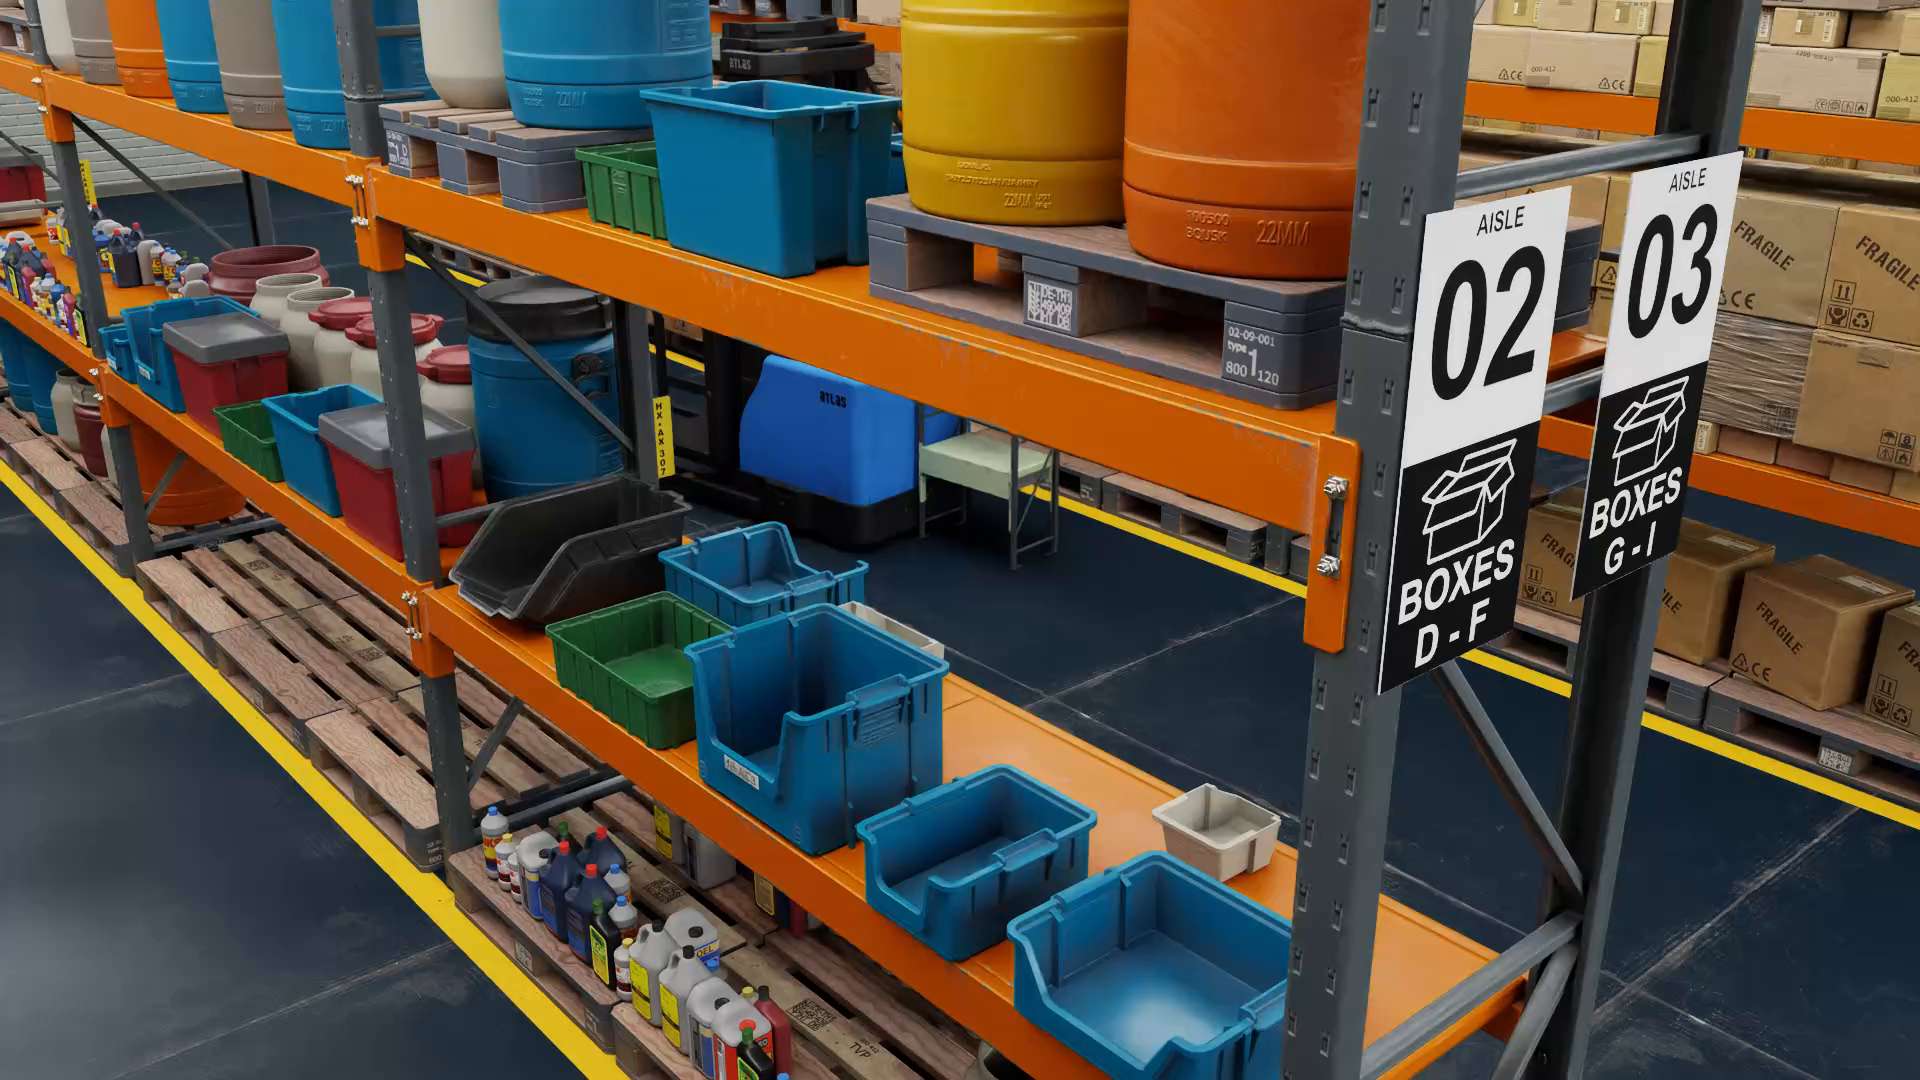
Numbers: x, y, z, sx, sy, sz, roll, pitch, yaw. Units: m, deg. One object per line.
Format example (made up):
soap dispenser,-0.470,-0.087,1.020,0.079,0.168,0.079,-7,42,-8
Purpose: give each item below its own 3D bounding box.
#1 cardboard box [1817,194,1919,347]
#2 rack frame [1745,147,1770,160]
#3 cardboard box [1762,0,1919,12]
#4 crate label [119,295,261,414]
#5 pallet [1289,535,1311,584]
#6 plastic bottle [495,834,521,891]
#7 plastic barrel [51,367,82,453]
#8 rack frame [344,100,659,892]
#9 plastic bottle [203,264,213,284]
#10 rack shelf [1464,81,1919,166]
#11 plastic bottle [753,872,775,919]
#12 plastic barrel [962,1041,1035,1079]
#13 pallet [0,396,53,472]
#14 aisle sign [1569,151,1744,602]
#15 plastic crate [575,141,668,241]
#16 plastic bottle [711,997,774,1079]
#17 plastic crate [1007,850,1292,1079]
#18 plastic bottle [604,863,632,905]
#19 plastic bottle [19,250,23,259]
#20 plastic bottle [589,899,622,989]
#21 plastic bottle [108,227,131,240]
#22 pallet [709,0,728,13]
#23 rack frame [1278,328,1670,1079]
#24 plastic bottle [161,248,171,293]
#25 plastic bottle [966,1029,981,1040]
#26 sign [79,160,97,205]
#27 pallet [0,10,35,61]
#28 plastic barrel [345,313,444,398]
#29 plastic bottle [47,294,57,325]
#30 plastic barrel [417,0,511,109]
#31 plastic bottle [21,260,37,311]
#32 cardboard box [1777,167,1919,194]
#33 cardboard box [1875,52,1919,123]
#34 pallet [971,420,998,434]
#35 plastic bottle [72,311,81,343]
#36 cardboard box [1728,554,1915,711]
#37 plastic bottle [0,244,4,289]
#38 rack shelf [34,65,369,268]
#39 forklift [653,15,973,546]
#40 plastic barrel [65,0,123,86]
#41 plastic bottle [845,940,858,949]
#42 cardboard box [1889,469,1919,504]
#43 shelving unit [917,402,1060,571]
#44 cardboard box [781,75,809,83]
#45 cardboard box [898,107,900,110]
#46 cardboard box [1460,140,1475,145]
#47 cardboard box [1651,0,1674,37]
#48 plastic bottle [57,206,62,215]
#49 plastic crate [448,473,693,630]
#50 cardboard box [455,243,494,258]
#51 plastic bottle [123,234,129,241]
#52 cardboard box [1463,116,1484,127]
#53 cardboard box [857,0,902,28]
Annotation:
cardboard box,3.891,-1.099,6.760,0.500,0.500,0.500,-17,27,-37
rack frame,5.981,-2.476,12.193,1.000,3.000,0.127,-17,27,-37
cardboard box,3.565,-2.401,6.657,0.500,0.500,0.500,-17,27,-37
crate label,-3.762,-0.927,8.189,0.502,0.435,0.616,-17,27,-37
pallet,2.623,0.152,9.306,1.003,0.211,1.213,-17,27,-37
plastic bottle,-1.653,1.174,6.106,0.097,0.201,0.097,0,21,0
plastic barrel,-5.712,-0.864,10.913,0.421,0.512,0.421,0,21,0
rack frame,-1.595,-0.144,6.239,1.000,3.000,0.127,-17,27,-37
plastic bottle,-4.423,-1.493,9.843,0.061,0.283,0.133,-17,27,-37
rack shelf,3.463,-1.832,7.423,1.077,0.370,4.000,-17,27,-37
plastic bottle,-0.681,1.199,5.932,0.061,0.283,0.133,-17,27,-37
plastic barrel,0.201,1.622,4.566,0.421,0.512,0.421,0,21,0
pallet,-6.345,-0.833,11.821,1.003,0.211,1.213,-17,27,-37
aisle sign,1.285,-0.299,3.071,0.394,0.787,0.004,-17,27,-37
plastic crate,-0.771,-0.941,4.452,0.336,0.188,0.450,-17,27,-37
plastic bottle,-0.659,1.545,5.057,0.152,0.276,0.135,-17,27,-37
plastic crate,0.463,0.963,3.616,0.499,0.251,0.616,-17,27,-37
plastic bottle,-1.196,1.254,5.806,0.097,0.271,0.097,0,21,0
plastic bottle,-5.701,-1.623,10.176,0.061,0.283,0.133,-17,27,-37
plastic bottle,-1.183,1.345,5.558,0.061,0.283,0.133,-16,26,-35
plastic bottle,-5.508,-1.923,10.951,0.152,0.276,0.135,-17,27,-37
pallet,-1.646,-4.211,12.767,1.003,0.211,1.213,-16,26,-35
rack frame,1.016,0.961,3.418,1.000,3.000,0.127,-17,27,-37
plastic bottle,-4.902,-1.680,10.336,0.097,0.271,0.097,0,21,0
plastic bottle,0.069,1.451,5.303,0.097,0.271,0.097,0,21,0
sign,-6.399,-2.614,12.165,0.100,0.325,0.005,-17,27,-37
pallet,-4.631,-2.793,9.147,1.003,0.211,1.213,-17,27,-37
plastic barrel,-2.532,-0.727,7.540,0.433,0.535,0.433,0,21,0
plastic bottle,-5.196,-1.348,9.584,0.097,0.201,0.097,0,21,0
plastic barrel,-1.463,-1.623,5.172,0.421,0.512,0.421,0,21,0
plastic bottle,-5.539,-1.521,9.914,0.061,0.283,0.133,-17,27,-37
cardboard box,3.967,-1.363,7.435,0.500,0.500,0.500,-17,27,-37
cardboard box,3.933,-1.755,6.444,0.500,0.250,0.500,-17,27,-37
pallet,0.055,-0.914,12.027,1.003,0.211,1.213,-17,27,-37
plastic bottle,-4.855,-1.203,9.215,0.097,0.201,0.097,0,21,0
cardboard box,3.957,0.417,7.659,0.500,0.500,0.500,-10,23,-24
plastic bottle,-5.993,-1.717,10.432,0.097,0.271,0.097,0,21,0
rack shelf,-2.900,-1.758,7.234,1.077,0.370,4.000,-17,27,-37
forklift,-1.361,-1.762,10.463,3.031,2.935,1.130,18,27,38
plastic barrel,-3.834,-2.601,7.711,0.600,0.901,0.600,0,21,0
plastic bottle,-0.353,1.273,5.758,0.097,0.271,0.097,0,21,0
cardboard box,4.061,-0.257,6.871,0.380,0.149,0.250,-17,27,-37
shelving unit,0.162,-0.667,9.630,0.755,1.500,0.431,19,28,39
cardboard box,-1.342,-3.329,12.857,0.797,0.503,0.637,-17,27,-36
cardboard box,-0.680,-5.007,19.000,0.380,0.149,0.250,-17,27,-36
cardboard box,2.259,-1.789,8.523,0.500,0.500,0.500,-17,27,-37
cardboard box,3.210,-2.258,7.183,0.380,0.149,0.250,-17,27,-36
plastic bottle,-6.315,-2.265,11.823,0.152,0.276,0.135,-17,27,-37
plastic crate,-1.350,0.060,5.804,0.767,0.338,0.504,-17,27,-37
cardboard box,-4.603,-3.436,16.980,0.875,0.875,0.875,-17,27,-37
plastic bottle,-5.370,-1.844,10.756,0.097,0.271,0.097,0,21,0
cardboard box,4.323,-3.686,13.775,0.700,0.500,0.500,-18,28,-38
cardboard box,-0.340,-3.565,11.065,0.500,0.250,0.500,-17,27,-37
